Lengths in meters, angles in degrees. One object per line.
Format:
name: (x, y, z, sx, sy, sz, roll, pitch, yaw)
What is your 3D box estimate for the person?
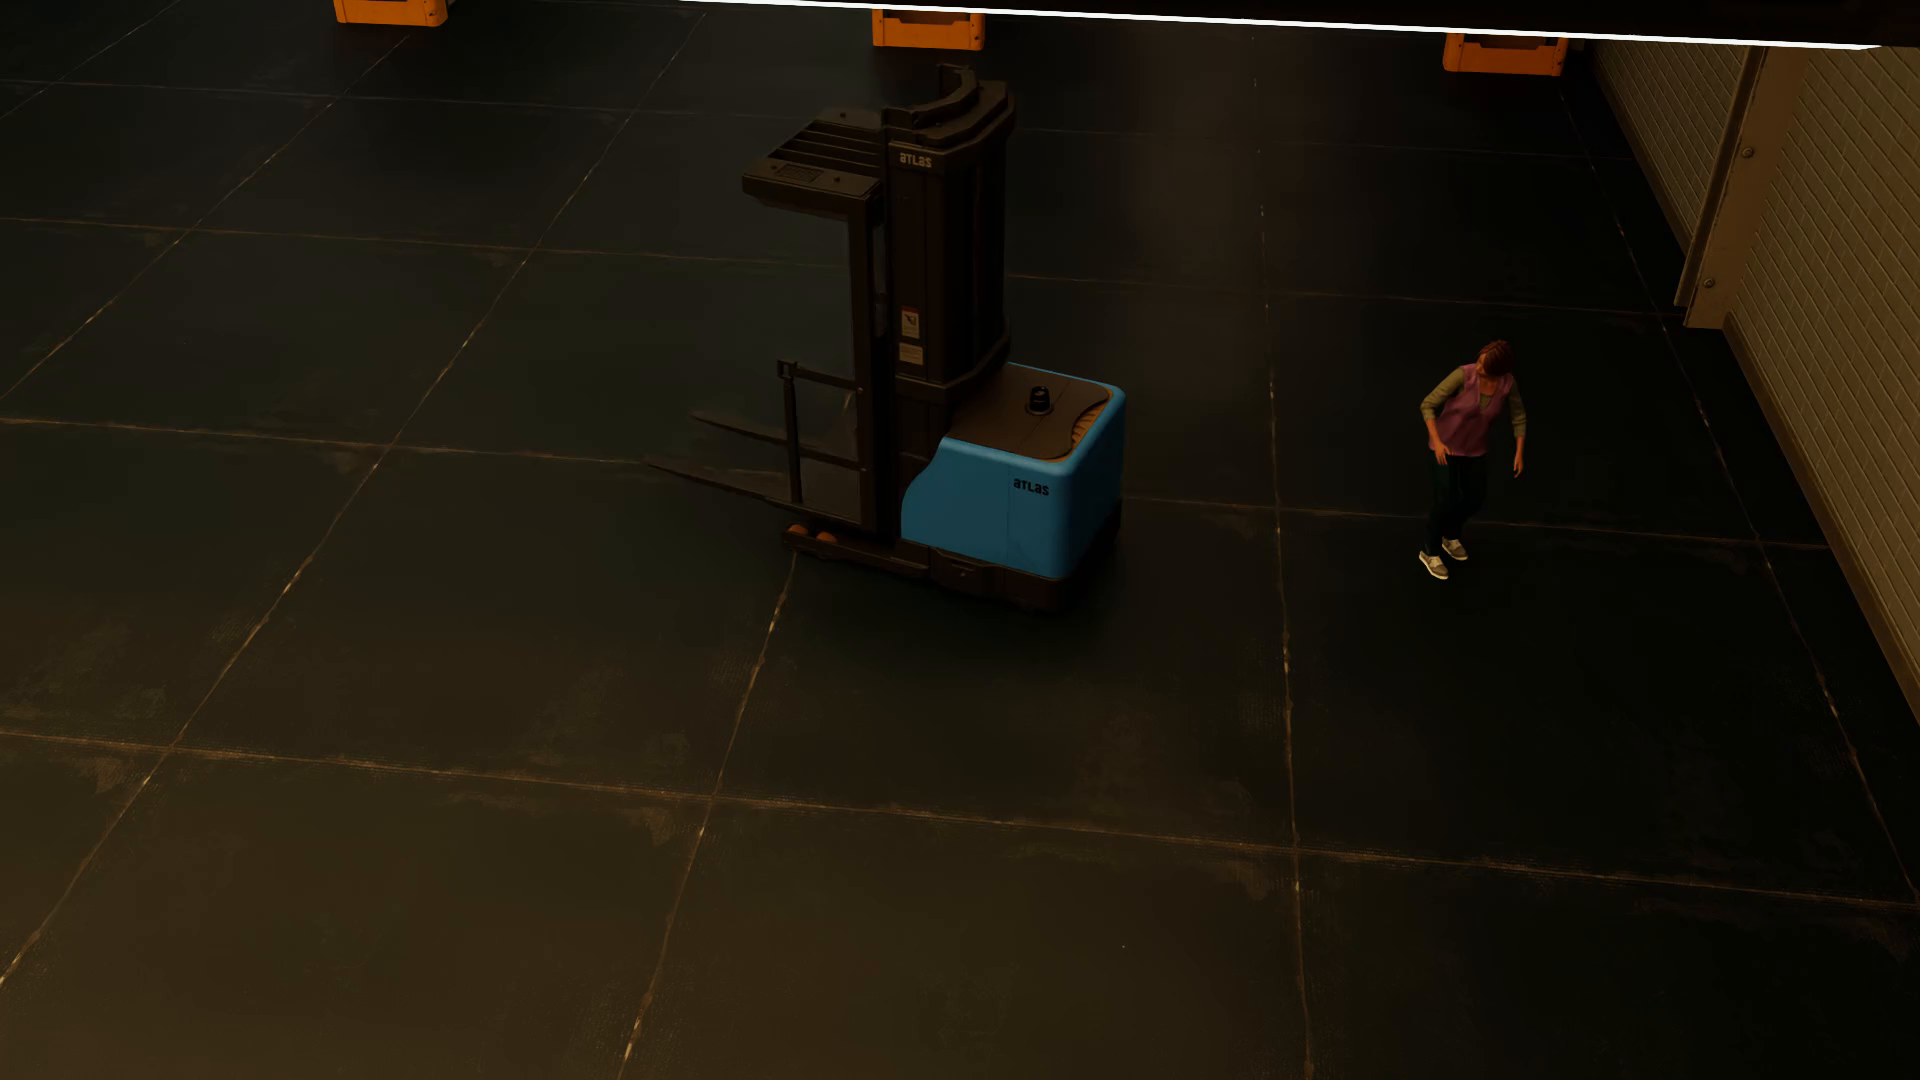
person: (3.002, -0.538, 9.885, 0.405, 1.599, 0.420, 22, 42, 27)

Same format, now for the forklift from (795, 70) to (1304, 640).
forklift: (0.544, -1.036, 9.435, 3.031, 2.935, 1.130, 17, 40, 22)
